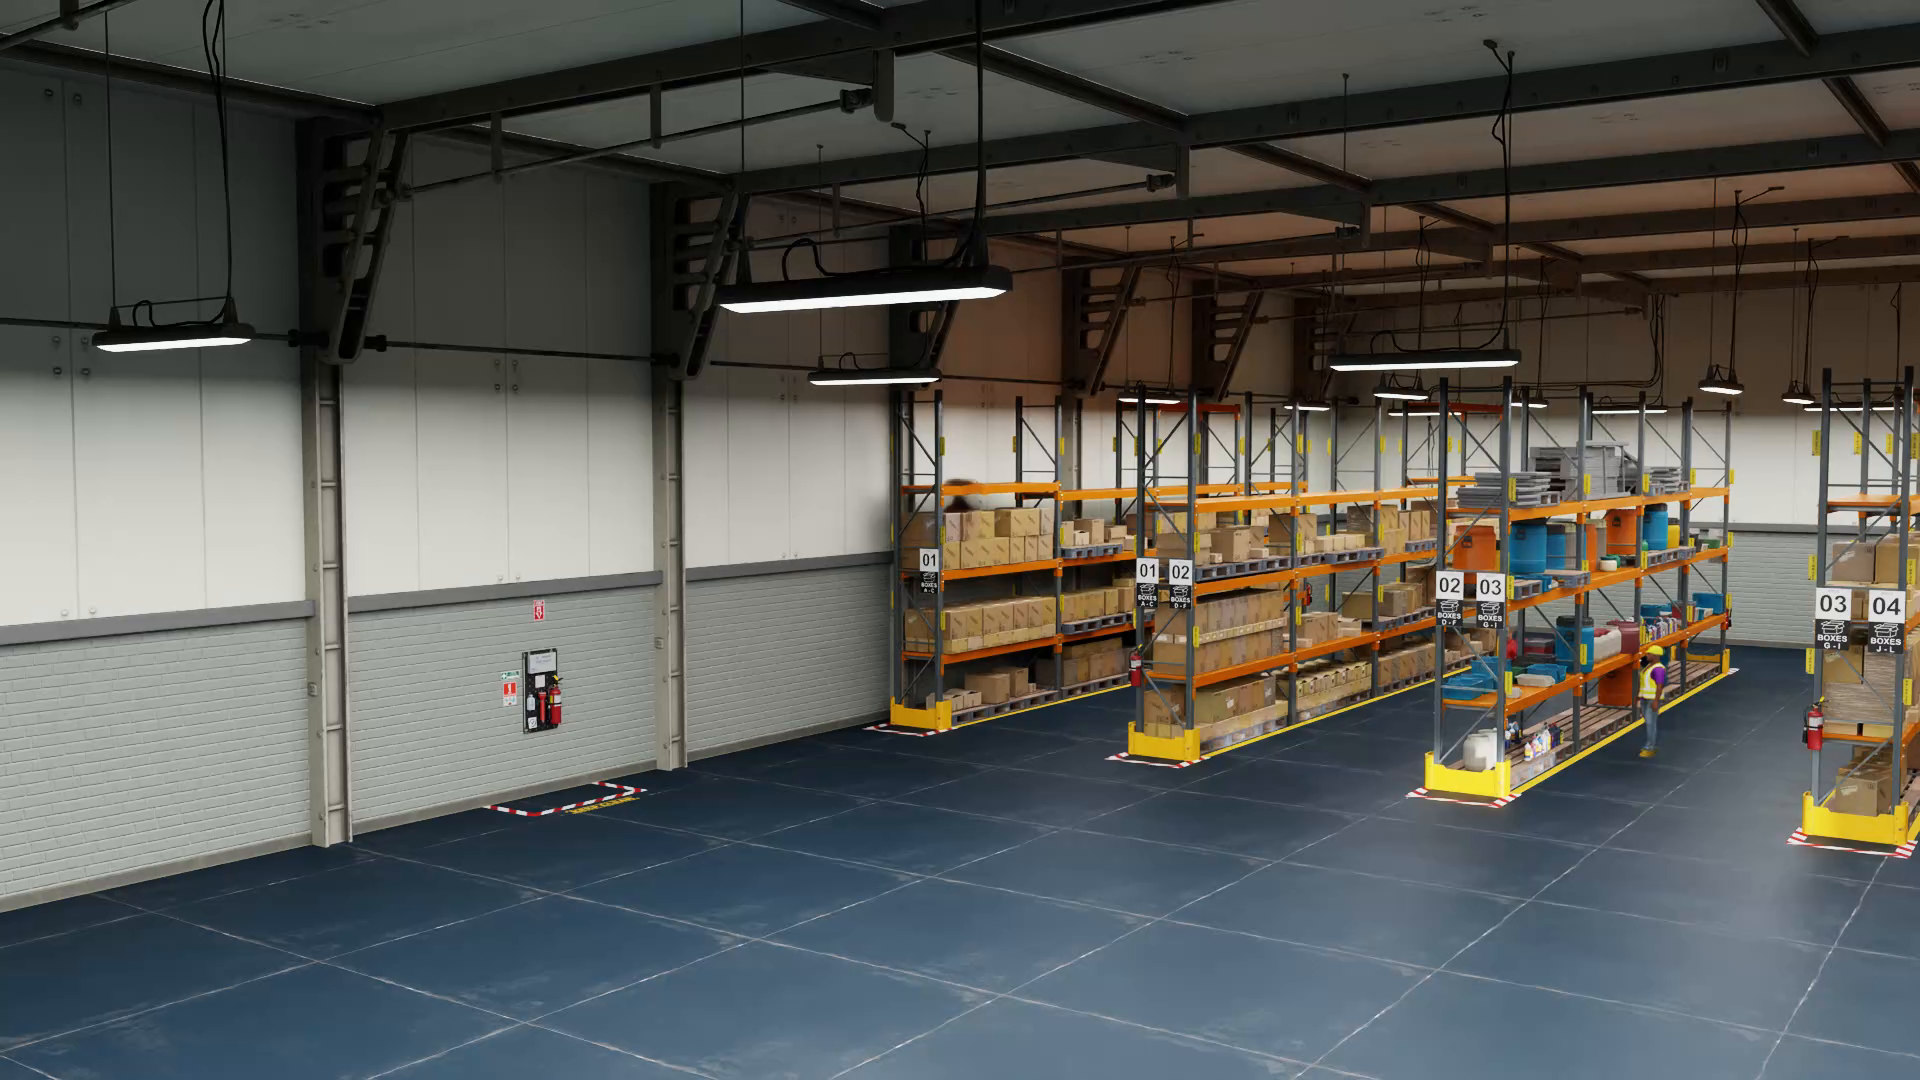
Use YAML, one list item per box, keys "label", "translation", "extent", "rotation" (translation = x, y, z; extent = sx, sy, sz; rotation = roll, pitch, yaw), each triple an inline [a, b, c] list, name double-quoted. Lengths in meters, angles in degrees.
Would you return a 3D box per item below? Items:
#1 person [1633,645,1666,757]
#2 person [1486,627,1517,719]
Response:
- label: "person"
  translation: [11.186, 2.613, 27.028]
  extent: [0.565, 1.800, 0.601]
  rotation: [-1, 3, -13]
- label: "person"
  translation: [10.038, 2.441, 30.520]
  extent: [0.517, 1.672, 1.069]
  rotation: [2, 4, 36]
